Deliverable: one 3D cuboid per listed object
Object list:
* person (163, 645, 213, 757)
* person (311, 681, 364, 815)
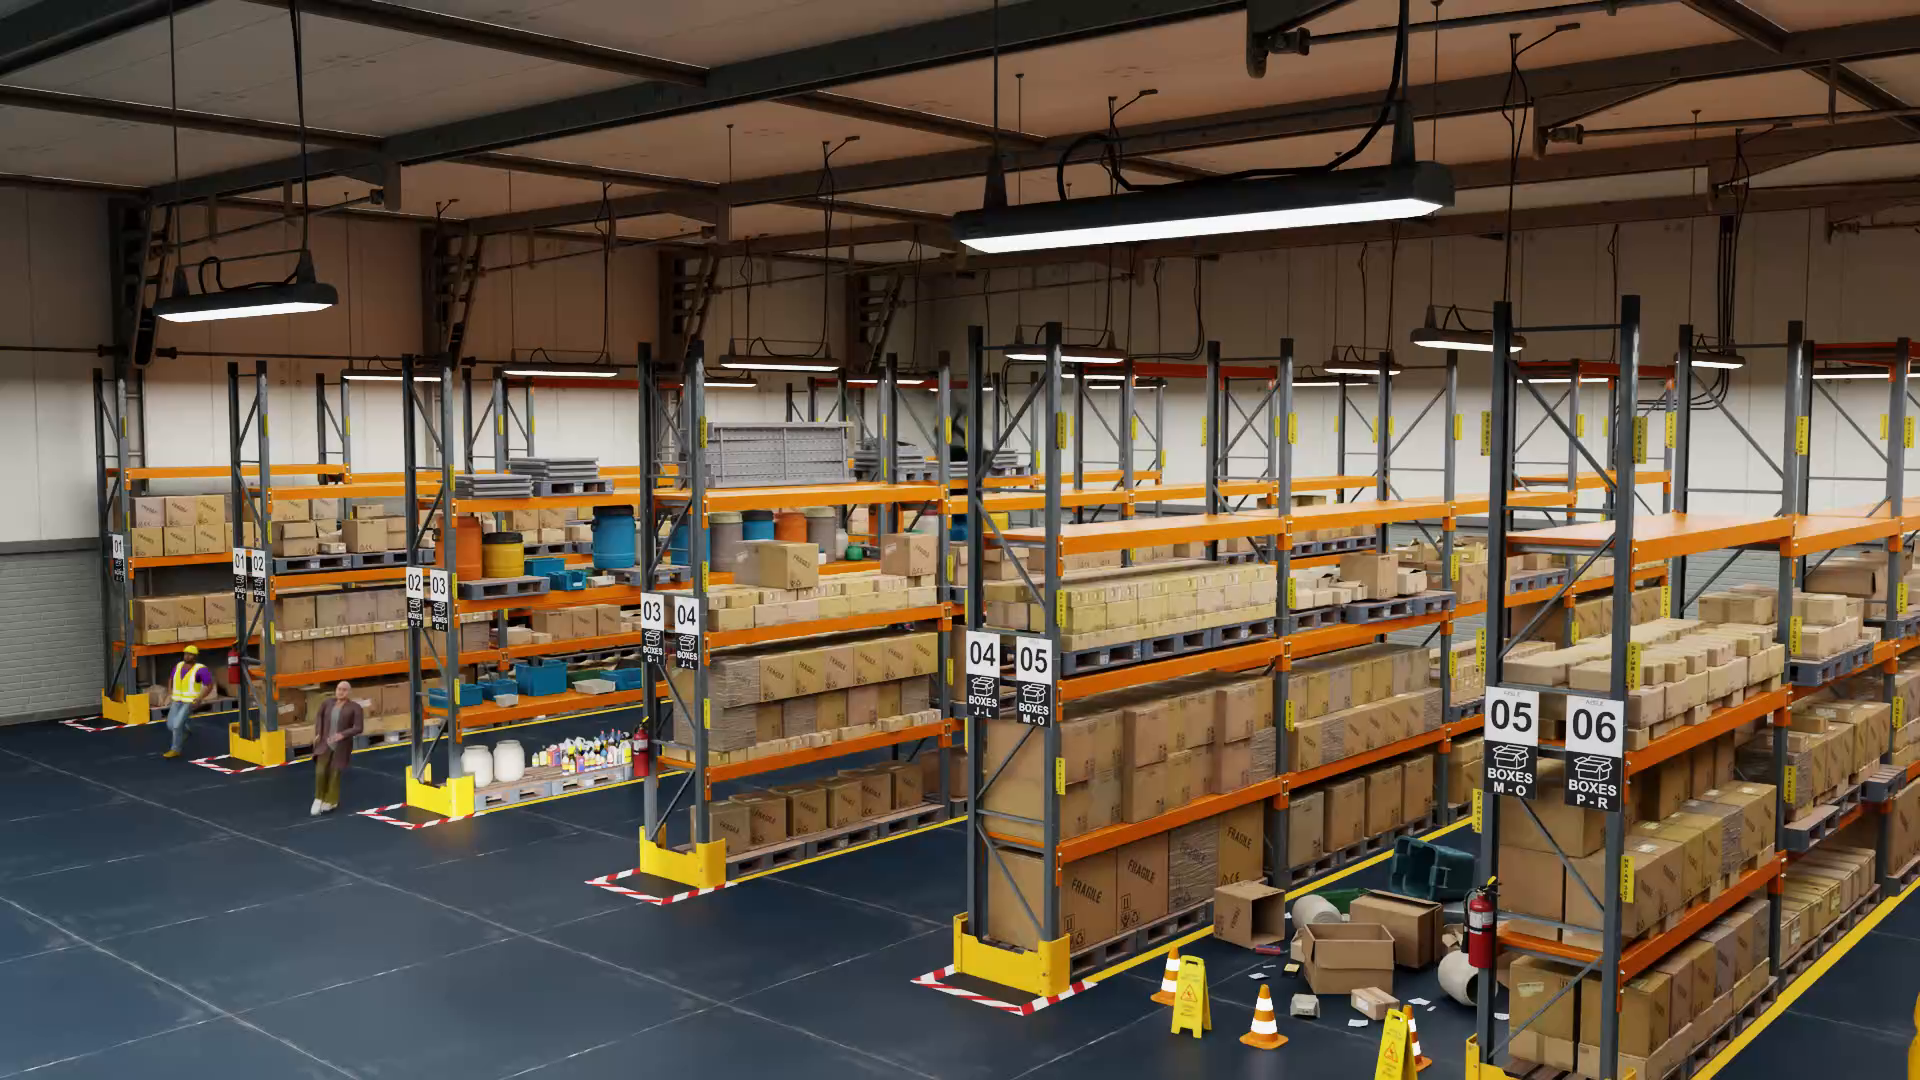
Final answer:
[{"bbox_3d":[-11.797,2.451,25.410,0.741,1.695,0.602,1,4,8],"label":"person"},{"bbox_3d":[-8.099,2.696,21.620,0.695,1.714,0.684,0,4,-4],"label":"person"}]
